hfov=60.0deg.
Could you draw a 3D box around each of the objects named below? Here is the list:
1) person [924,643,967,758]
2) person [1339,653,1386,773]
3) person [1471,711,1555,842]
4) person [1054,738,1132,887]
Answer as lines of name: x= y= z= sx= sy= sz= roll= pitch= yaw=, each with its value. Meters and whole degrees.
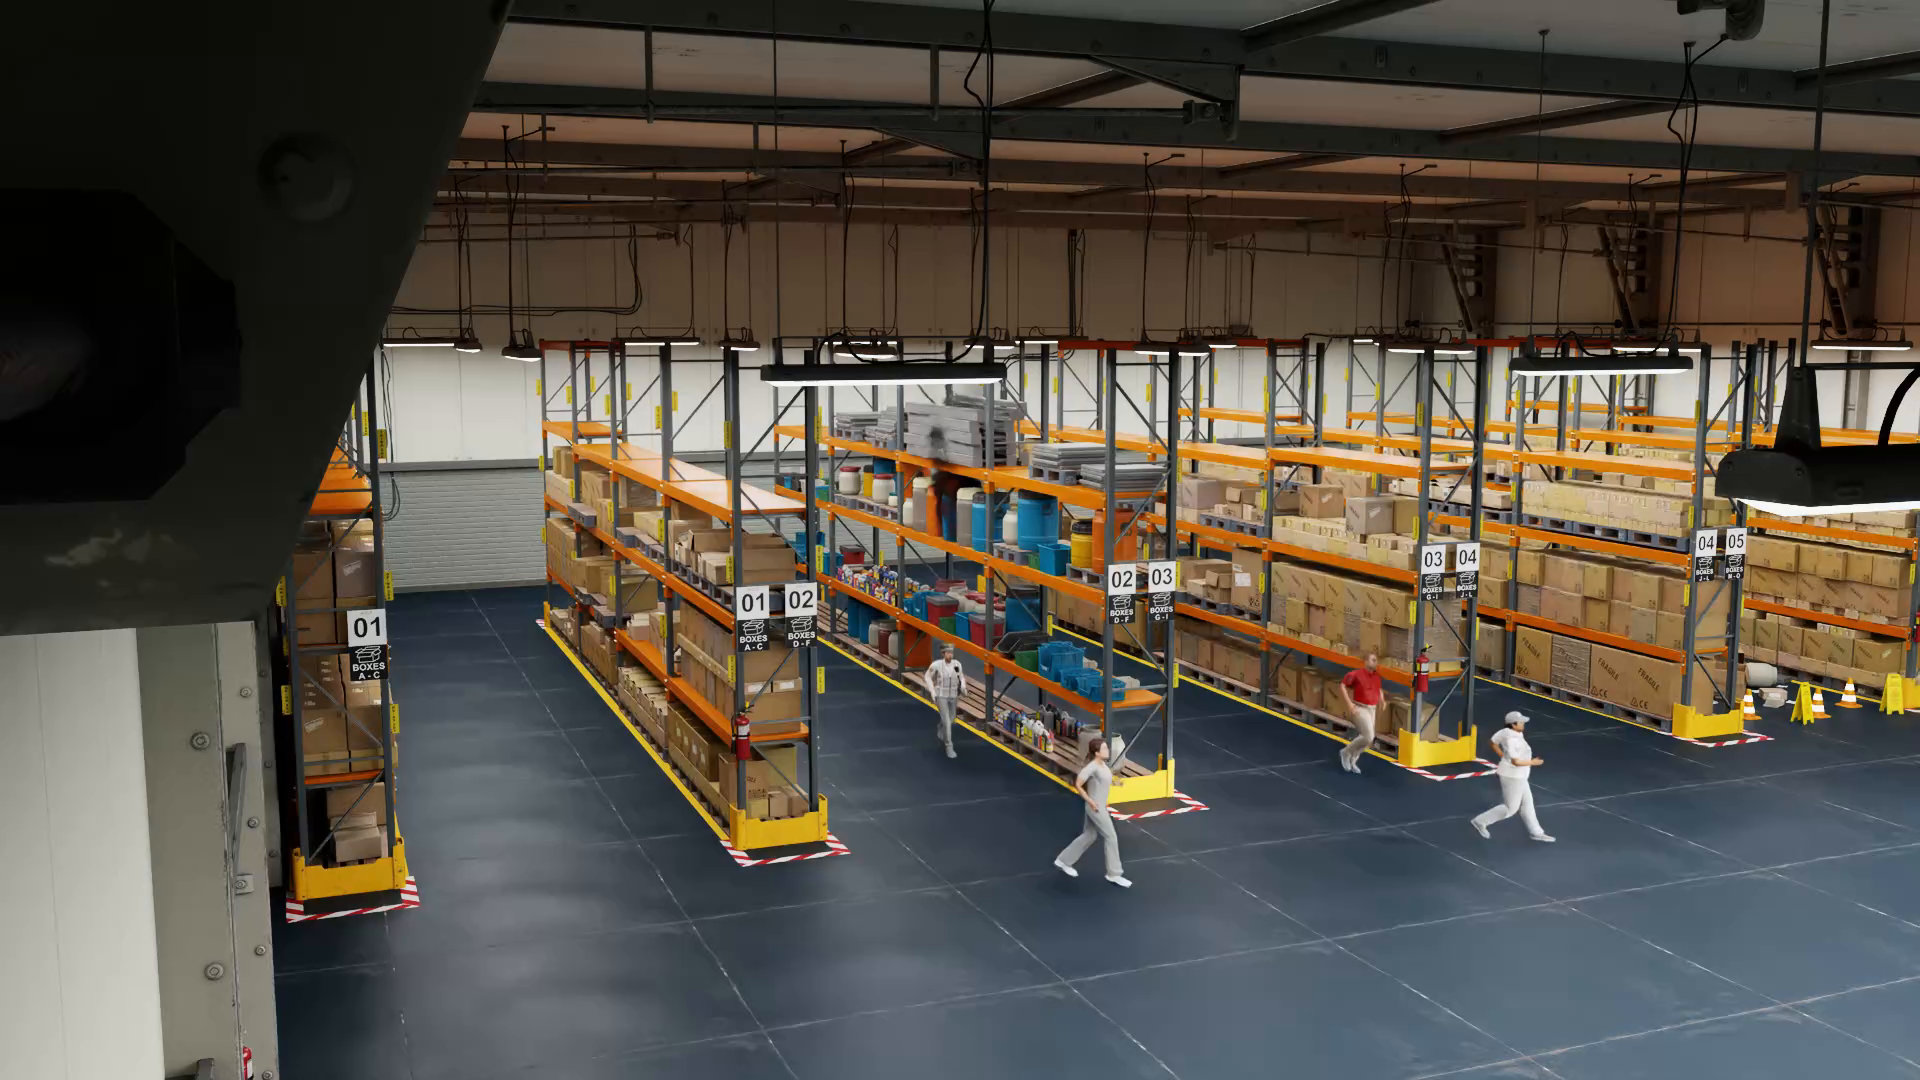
person: x=-0.221 y=2.321 z=24.624 sx=0.597 sy=1.671 sz=0.833 roll=-3 pitch=8 yaw=-21
person: x=5.768 y=2.451 z=23.575 sx=0.673 sy=1.699 sz=0.573 roll=-6 pitch=10 yaw=-39
person: x=6.745 y=2.876 z=20.203 sx=1.021 sy=1.627 sz=0.619 roll=1 pitch=8 yaw=10
person: x=1.515 y=3.072 z=18.831 sx=0.894 sy=1.673 sz=0.552 roll=1 pitch=8 yaw=8
